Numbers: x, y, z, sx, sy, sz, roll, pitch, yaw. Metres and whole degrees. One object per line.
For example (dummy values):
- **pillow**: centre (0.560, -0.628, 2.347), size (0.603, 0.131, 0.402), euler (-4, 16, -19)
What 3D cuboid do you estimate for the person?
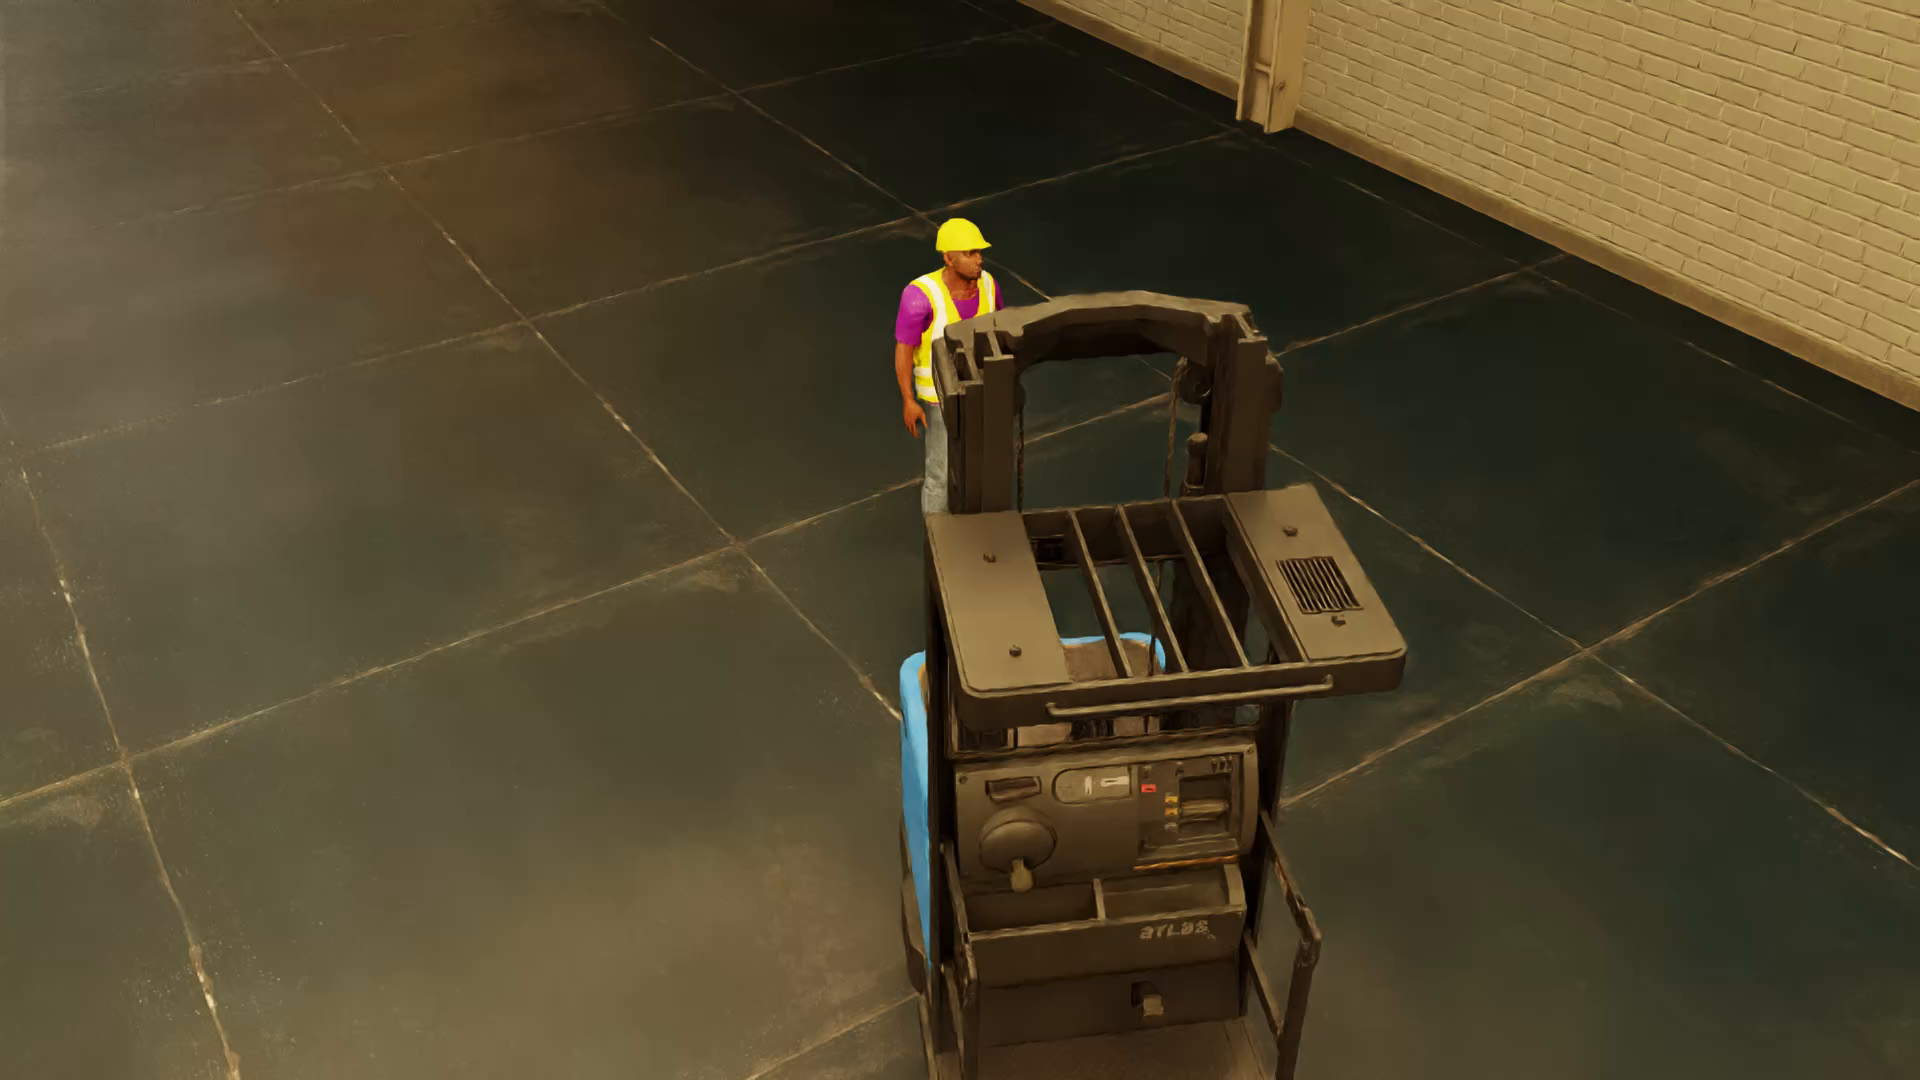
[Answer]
- **person**: centre (0.034, -0.693, 8.135), size (0.665, 1.766, 0.576), euler (-21, 40, -27)

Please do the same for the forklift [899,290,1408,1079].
- **forklift**: centre (0.482, 0.897, 4.871), size (1.130, 2.935, 3.031), euler (-5, 35, -7)
